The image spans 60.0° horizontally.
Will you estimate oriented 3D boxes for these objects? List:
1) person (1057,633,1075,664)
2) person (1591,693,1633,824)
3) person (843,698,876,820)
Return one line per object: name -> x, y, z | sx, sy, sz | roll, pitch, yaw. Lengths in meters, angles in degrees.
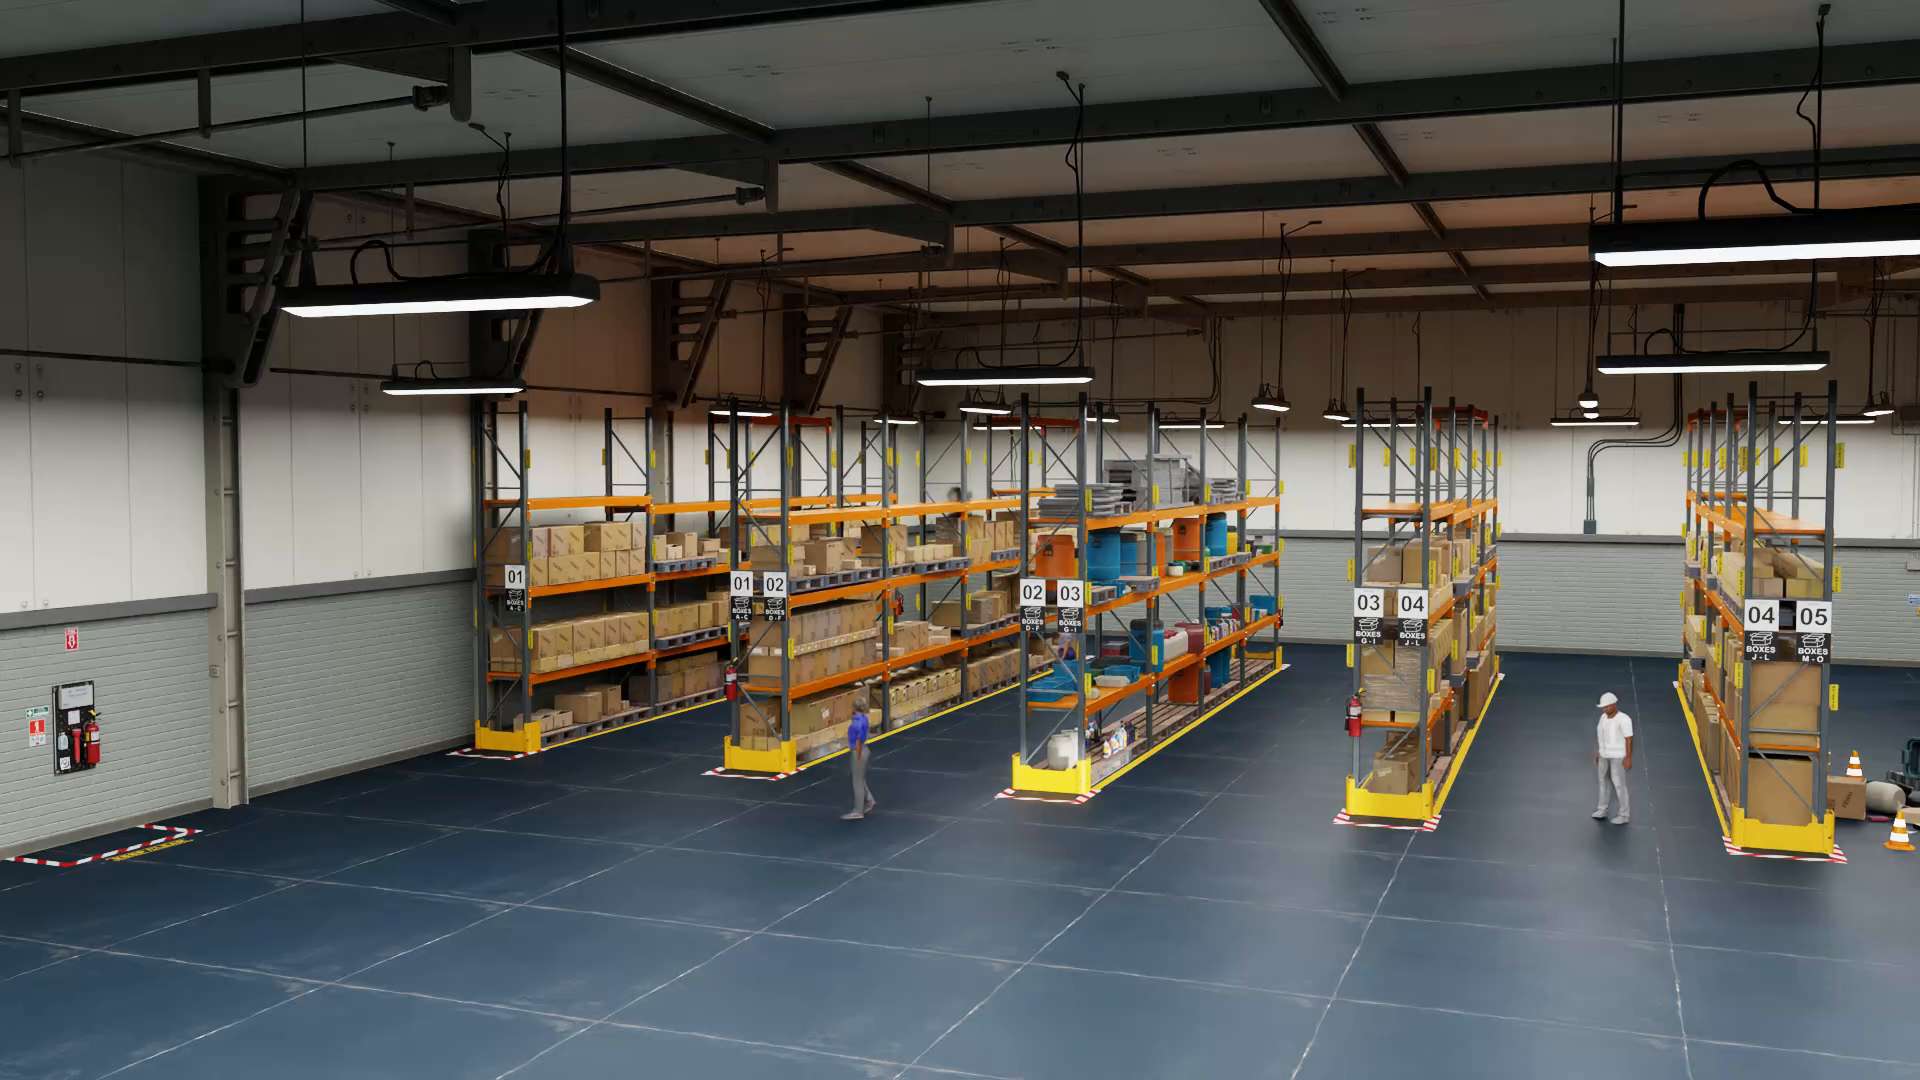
person -> 2.233, 2.480, 35.236 | 0.371, 1.618, 0.548 | 1, 3, 15
person -> 9.005, 2.993, 23.010 | 0.405, 1.765, 0.633 | -1, 3, -16
person -> -1.404, 3.037, 23.195 | 0.429, 1.676, 0.511 | 0, 3, 4
